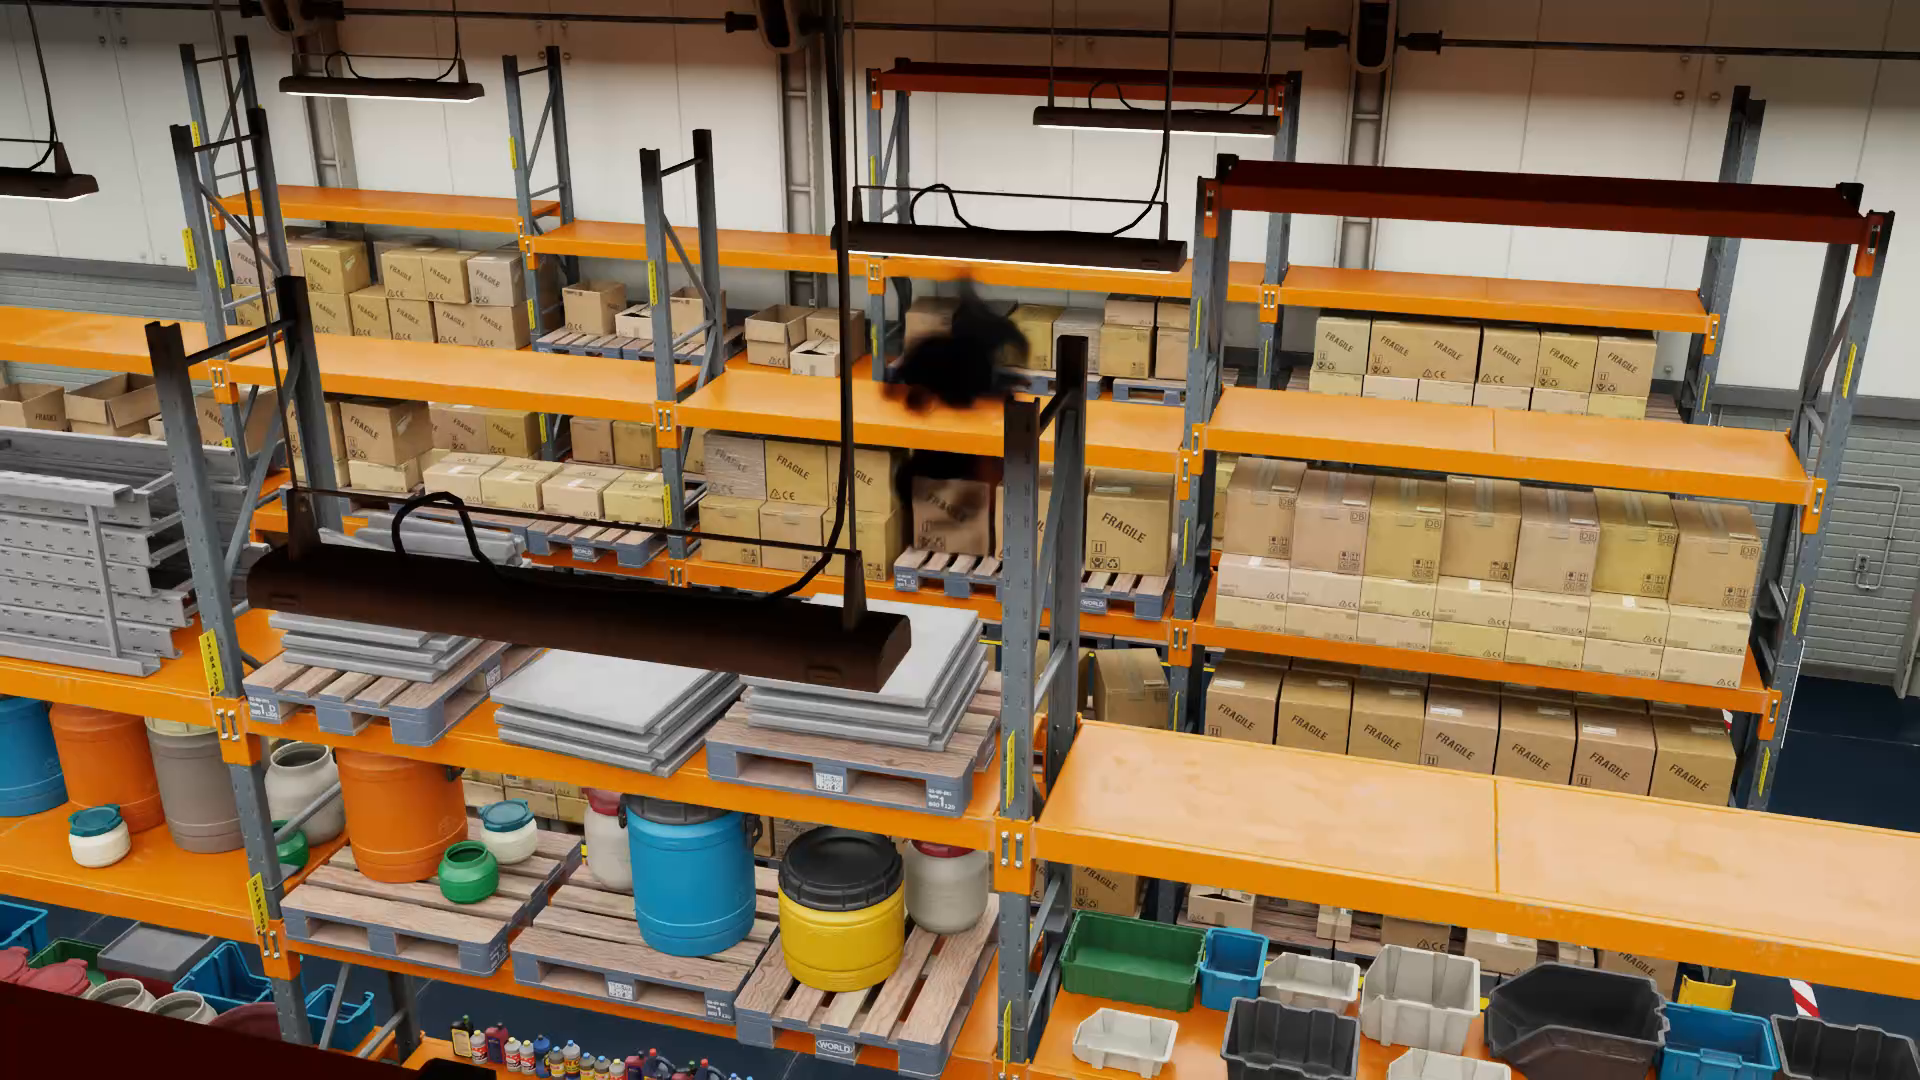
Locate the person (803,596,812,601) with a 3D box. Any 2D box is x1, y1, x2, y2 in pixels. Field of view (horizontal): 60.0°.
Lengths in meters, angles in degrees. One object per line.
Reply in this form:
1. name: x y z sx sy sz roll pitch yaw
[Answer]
1. person: -1.367 0.959 16.297 0.726 1.740 0.590 4 23 9
